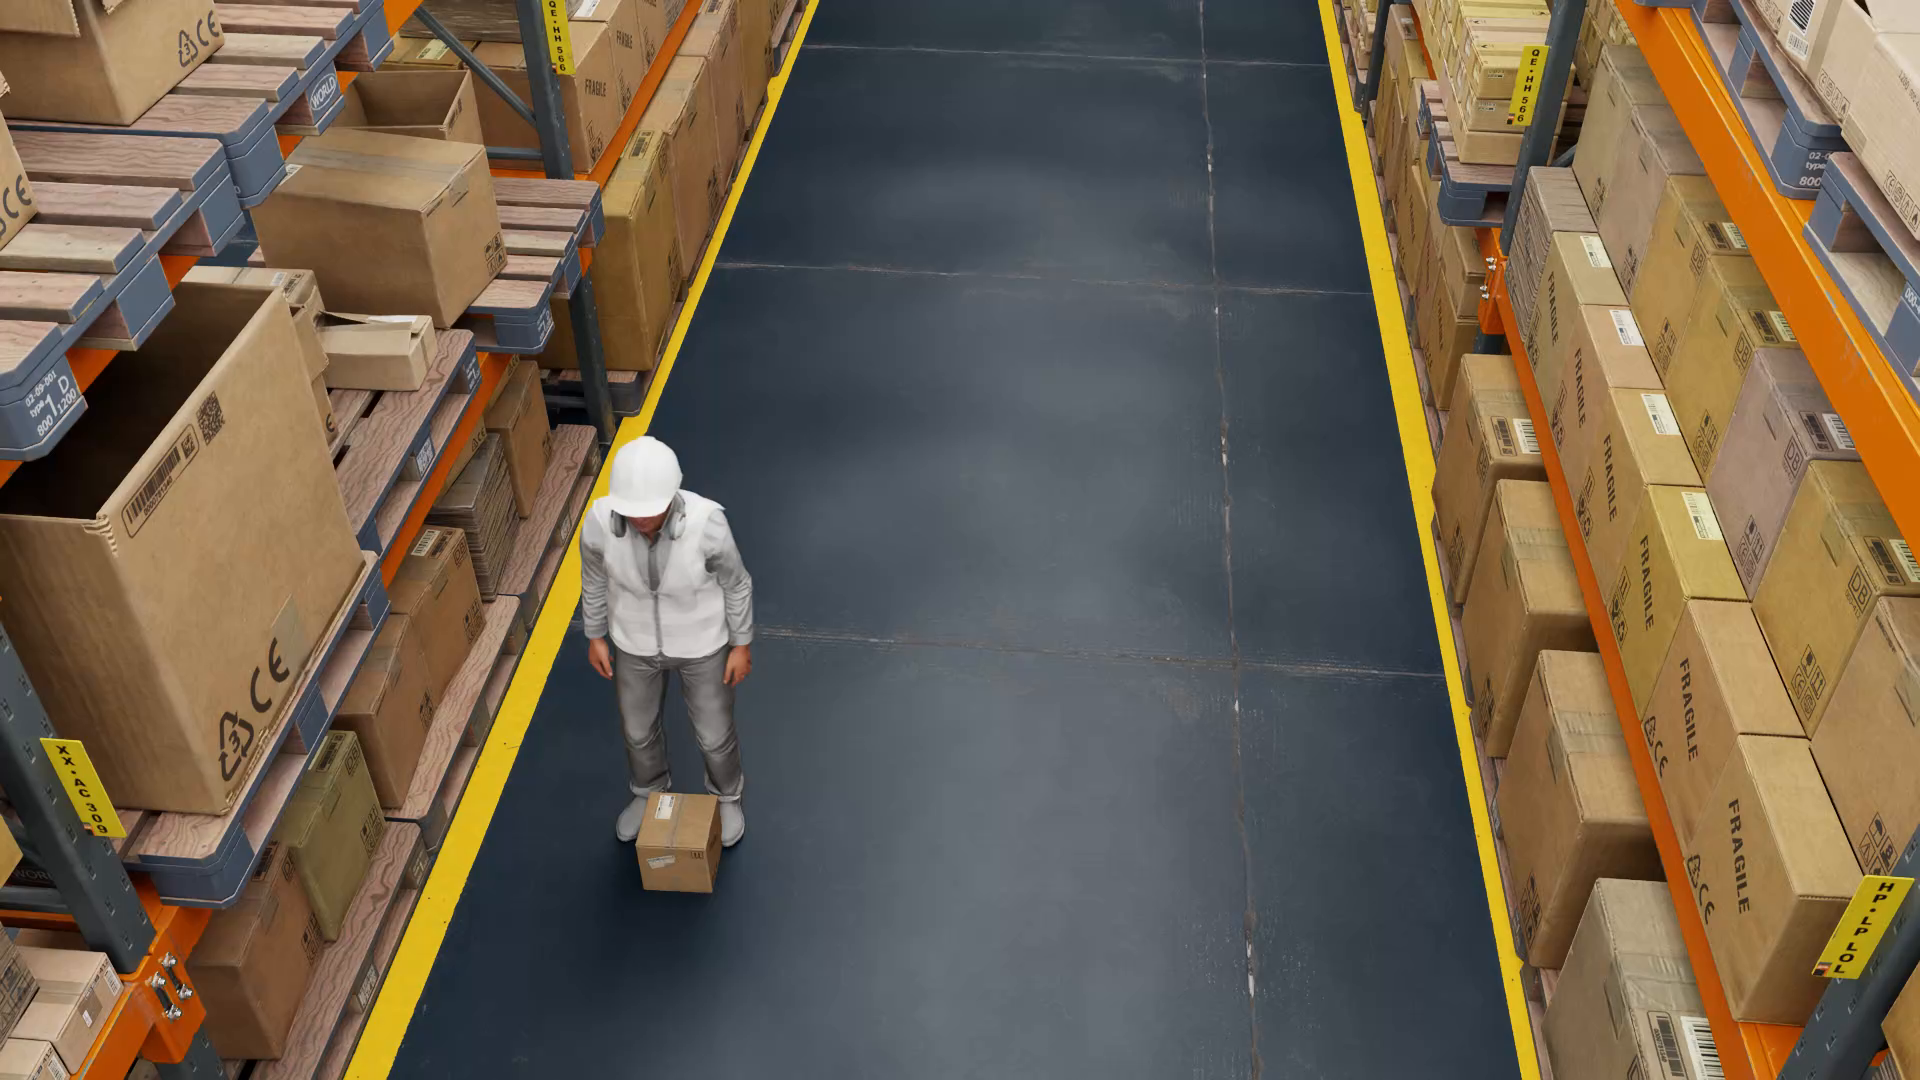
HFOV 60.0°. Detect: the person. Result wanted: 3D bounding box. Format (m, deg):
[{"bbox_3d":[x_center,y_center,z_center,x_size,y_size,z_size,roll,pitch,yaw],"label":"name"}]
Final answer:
[{"bbox_3d":[-0.995,0.347,5.719,0.583,1.771,0.466,3,40,3],"label":"person"}]
